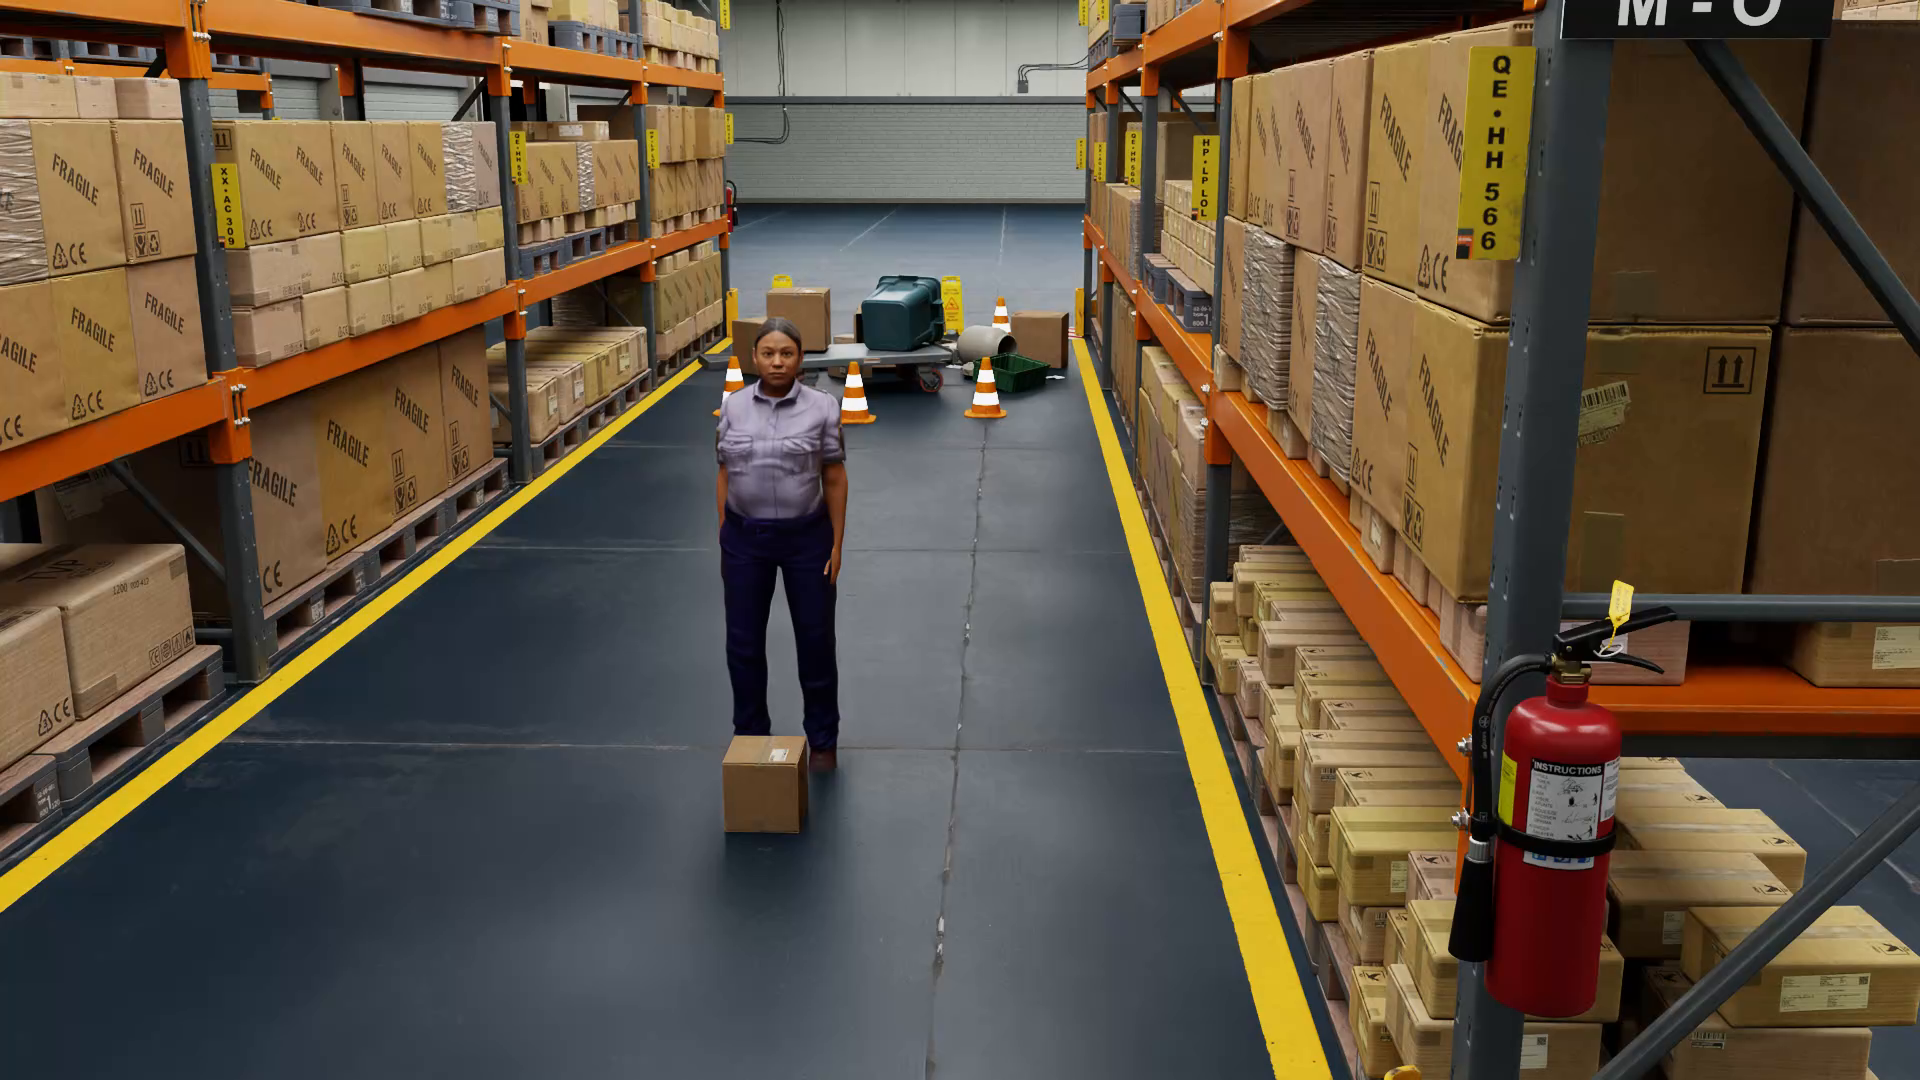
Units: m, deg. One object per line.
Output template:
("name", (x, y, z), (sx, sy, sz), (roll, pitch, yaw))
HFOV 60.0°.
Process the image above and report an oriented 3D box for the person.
("person", (-0.631, 0.054, 5.909), (0.467, 1.685, 0.350), (1, 14, 3))
